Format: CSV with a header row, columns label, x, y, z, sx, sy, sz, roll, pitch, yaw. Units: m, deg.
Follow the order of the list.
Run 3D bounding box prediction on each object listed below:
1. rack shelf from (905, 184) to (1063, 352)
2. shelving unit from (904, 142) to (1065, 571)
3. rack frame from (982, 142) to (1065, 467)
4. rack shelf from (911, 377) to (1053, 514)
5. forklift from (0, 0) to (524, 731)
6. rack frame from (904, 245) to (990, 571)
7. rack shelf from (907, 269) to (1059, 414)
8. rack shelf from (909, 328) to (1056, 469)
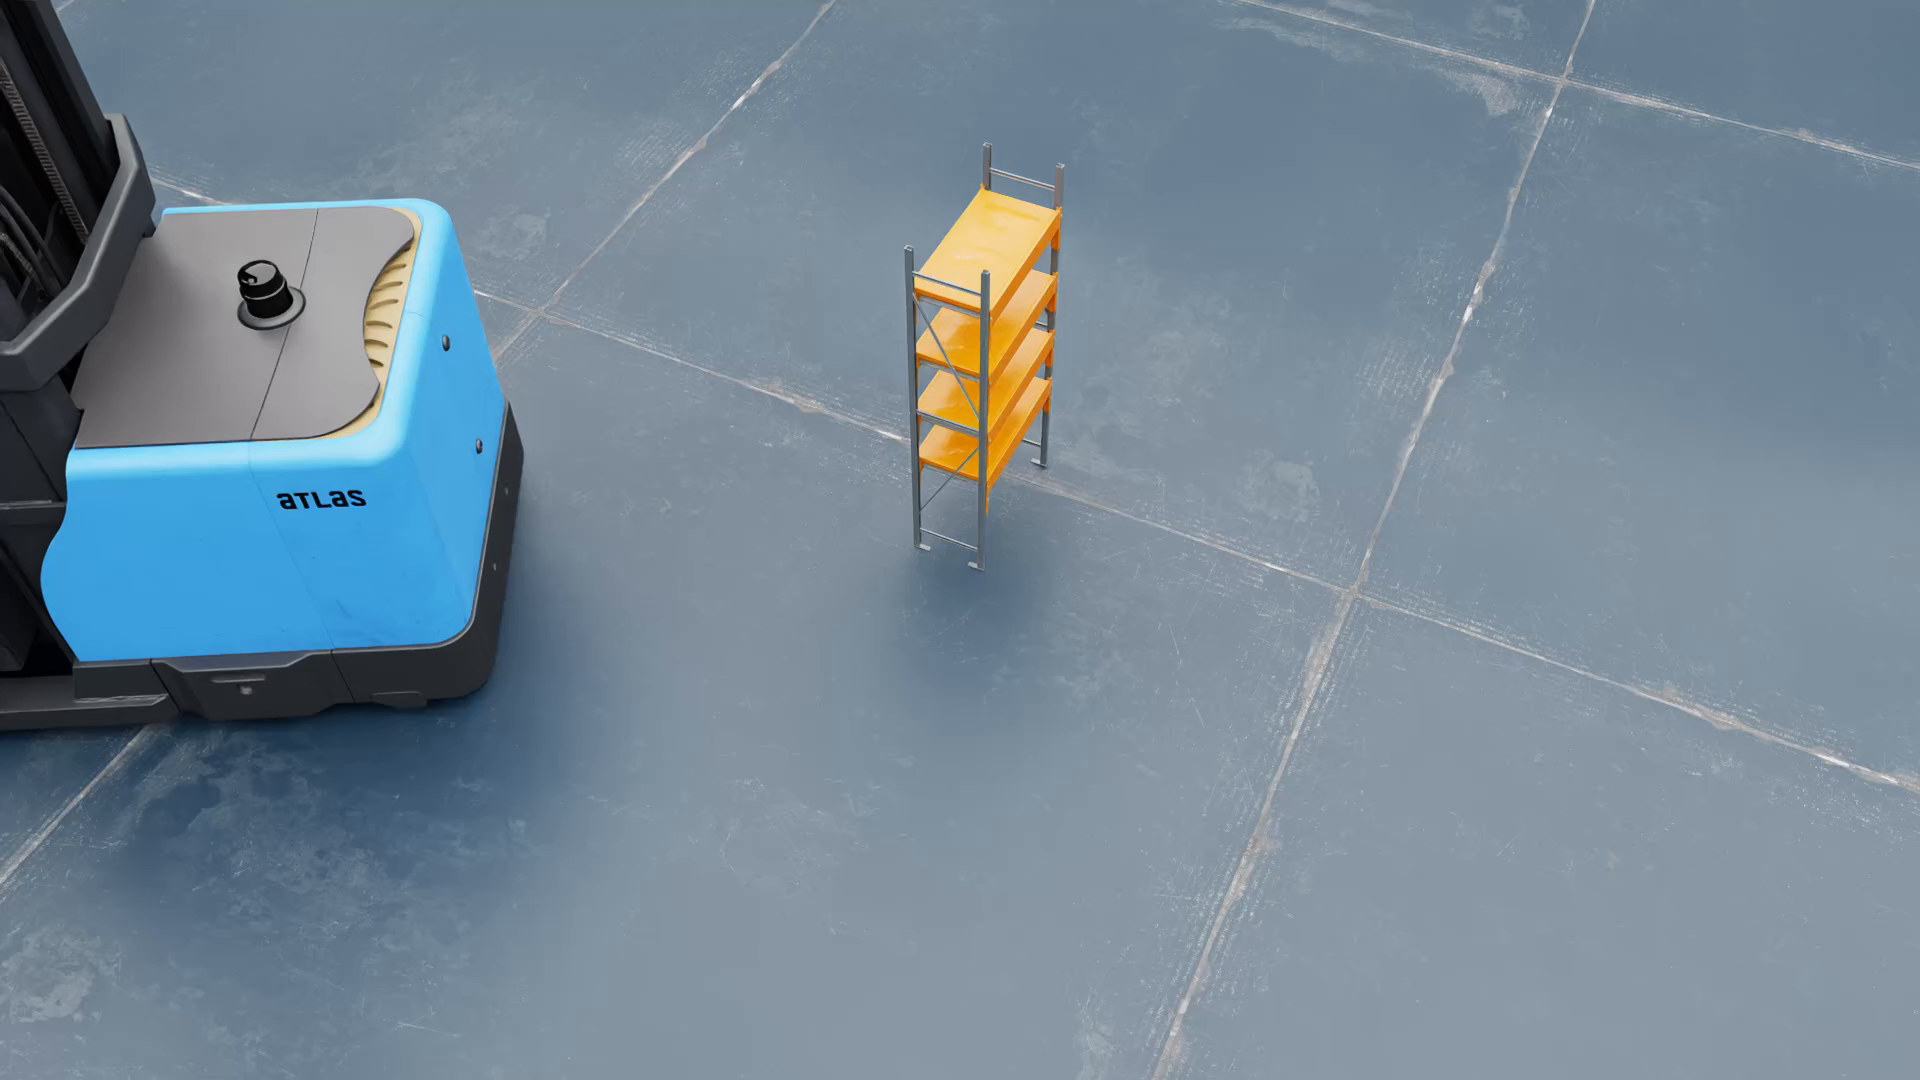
label,x,y,z,sx,sy,sz,roll,pitch,yaw
rack shelf,0.071,-0.757,4.591,0.258,0.148,0.480,20,52,16
shelving unit,0.071,-0.503,4.890,0.258,1.200,0.503,20,52,16
rack frame,0.175,-0.671,5.033,0.240,1.200,0.015,20,52,16
rack shelf,0.071,-0.331,5.092,0.258,0.148,0.480,20,52,16
forklift,-2.897,-0.781,3.990,3.031,2.935,1.130,-3,50,-2
rack frame,-0.034,-0.335,4.747,0.240,1.200,0.015,20,52,16
rack shelf,0.071,-0.604,4.771,0.258,0.148,0.480,20,52,16
rack shelf,0.071,-0.459,4.941,0.258,0.148,0.480,20,52,16
